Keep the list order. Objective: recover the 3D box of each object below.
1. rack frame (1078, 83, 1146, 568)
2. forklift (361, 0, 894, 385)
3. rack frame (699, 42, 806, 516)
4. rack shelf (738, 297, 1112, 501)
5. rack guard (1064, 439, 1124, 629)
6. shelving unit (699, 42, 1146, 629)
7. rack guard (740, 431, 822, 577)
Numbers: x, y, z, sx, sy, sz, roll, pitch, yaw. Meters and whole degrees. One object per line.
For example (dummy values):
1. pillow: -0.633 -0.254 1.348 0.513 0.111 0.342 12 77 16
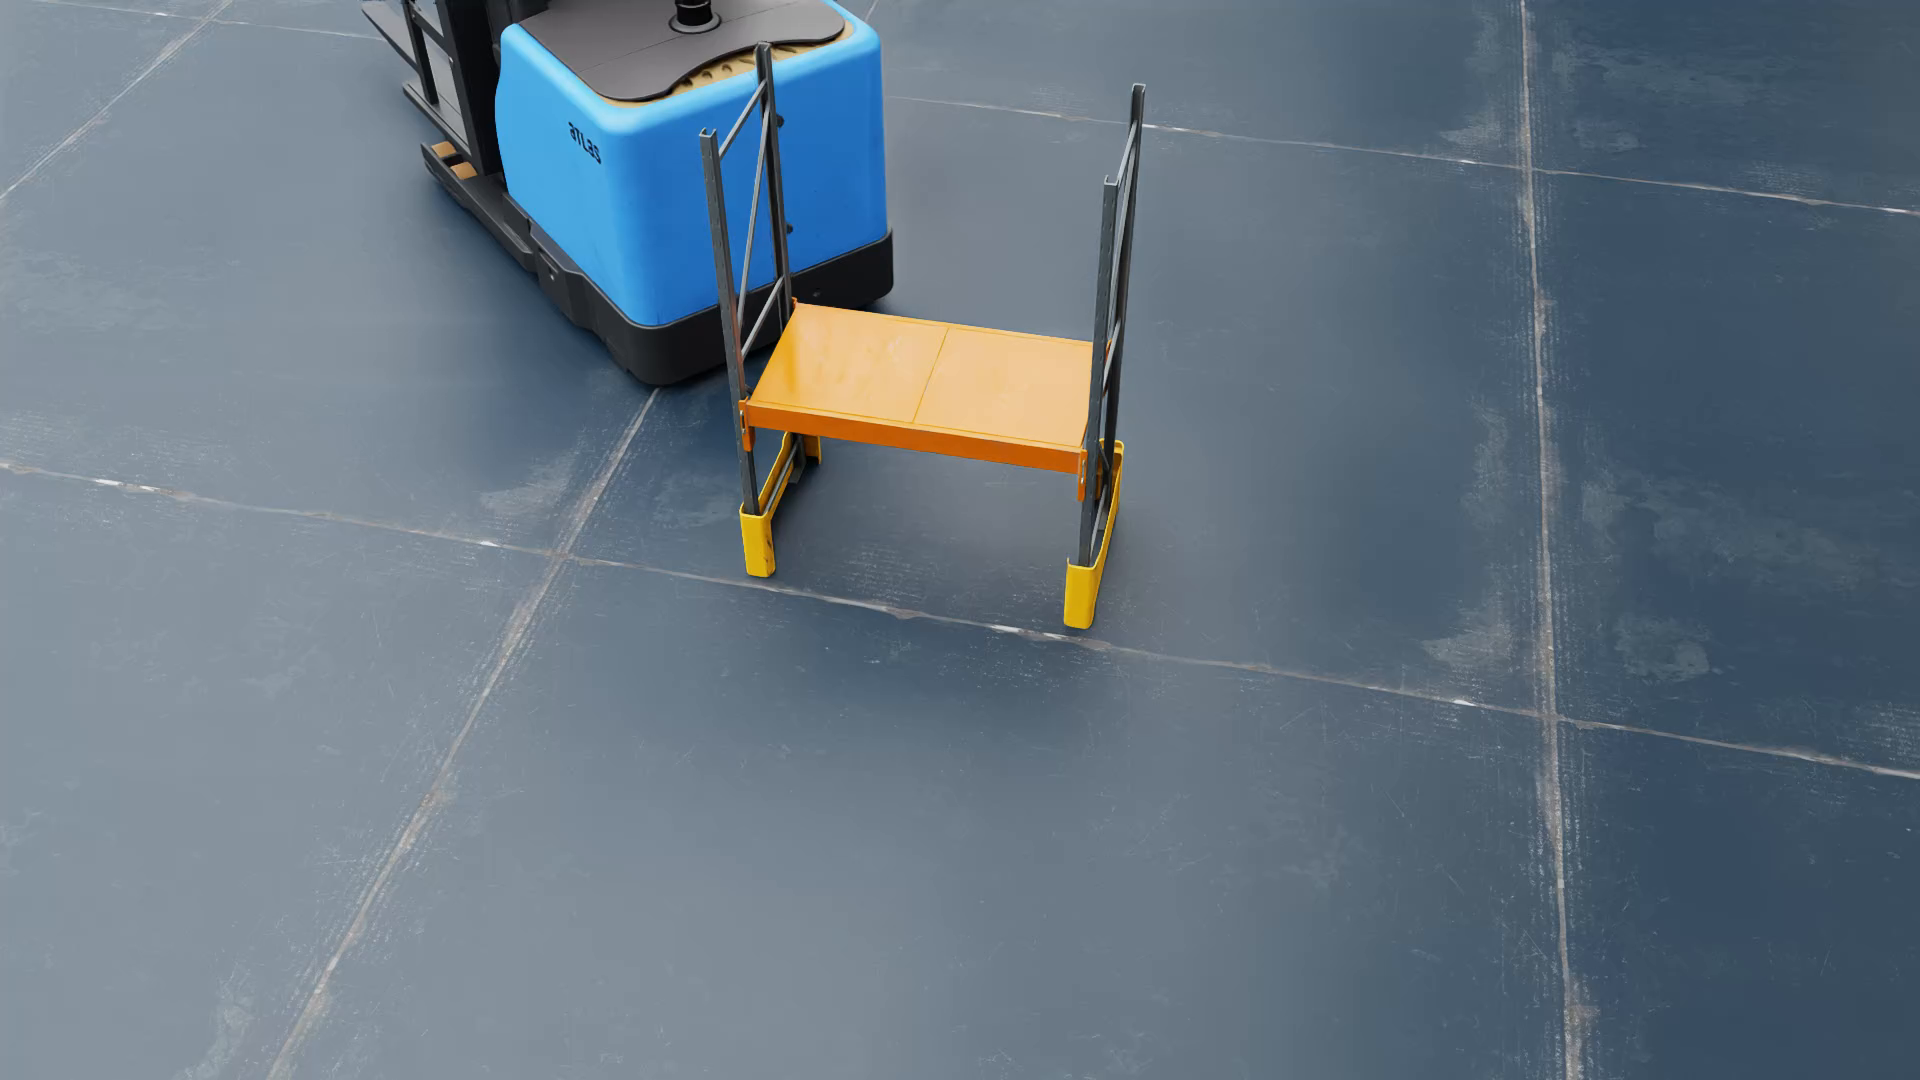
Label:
1. rack frame: 0.413 -0.476 4.663 0.032 1.500 0.500 9 45 9
2. forklift: -1.513 -2.570 5.806 1.130 2.935 3.031 -27 50 -25
3. rack frame: -0.579 -0.630 4.823 0.032 1.500 0.500 9 45 9
4. rack shelf: -0.083 -0.424 4.868 1.000 0.185 0.538 9 45 9
5. rack guard: 0.412 -0.026 5.097 0.087 0.250 0.587 9 45 9
6. shelving unit: -0.074 -0.552 4.742 1.083 1.500 0.587 9 45 9
7. rack guard: -0.560 -0.177 5.254 0.087 0.250 0.587 9 45 9
